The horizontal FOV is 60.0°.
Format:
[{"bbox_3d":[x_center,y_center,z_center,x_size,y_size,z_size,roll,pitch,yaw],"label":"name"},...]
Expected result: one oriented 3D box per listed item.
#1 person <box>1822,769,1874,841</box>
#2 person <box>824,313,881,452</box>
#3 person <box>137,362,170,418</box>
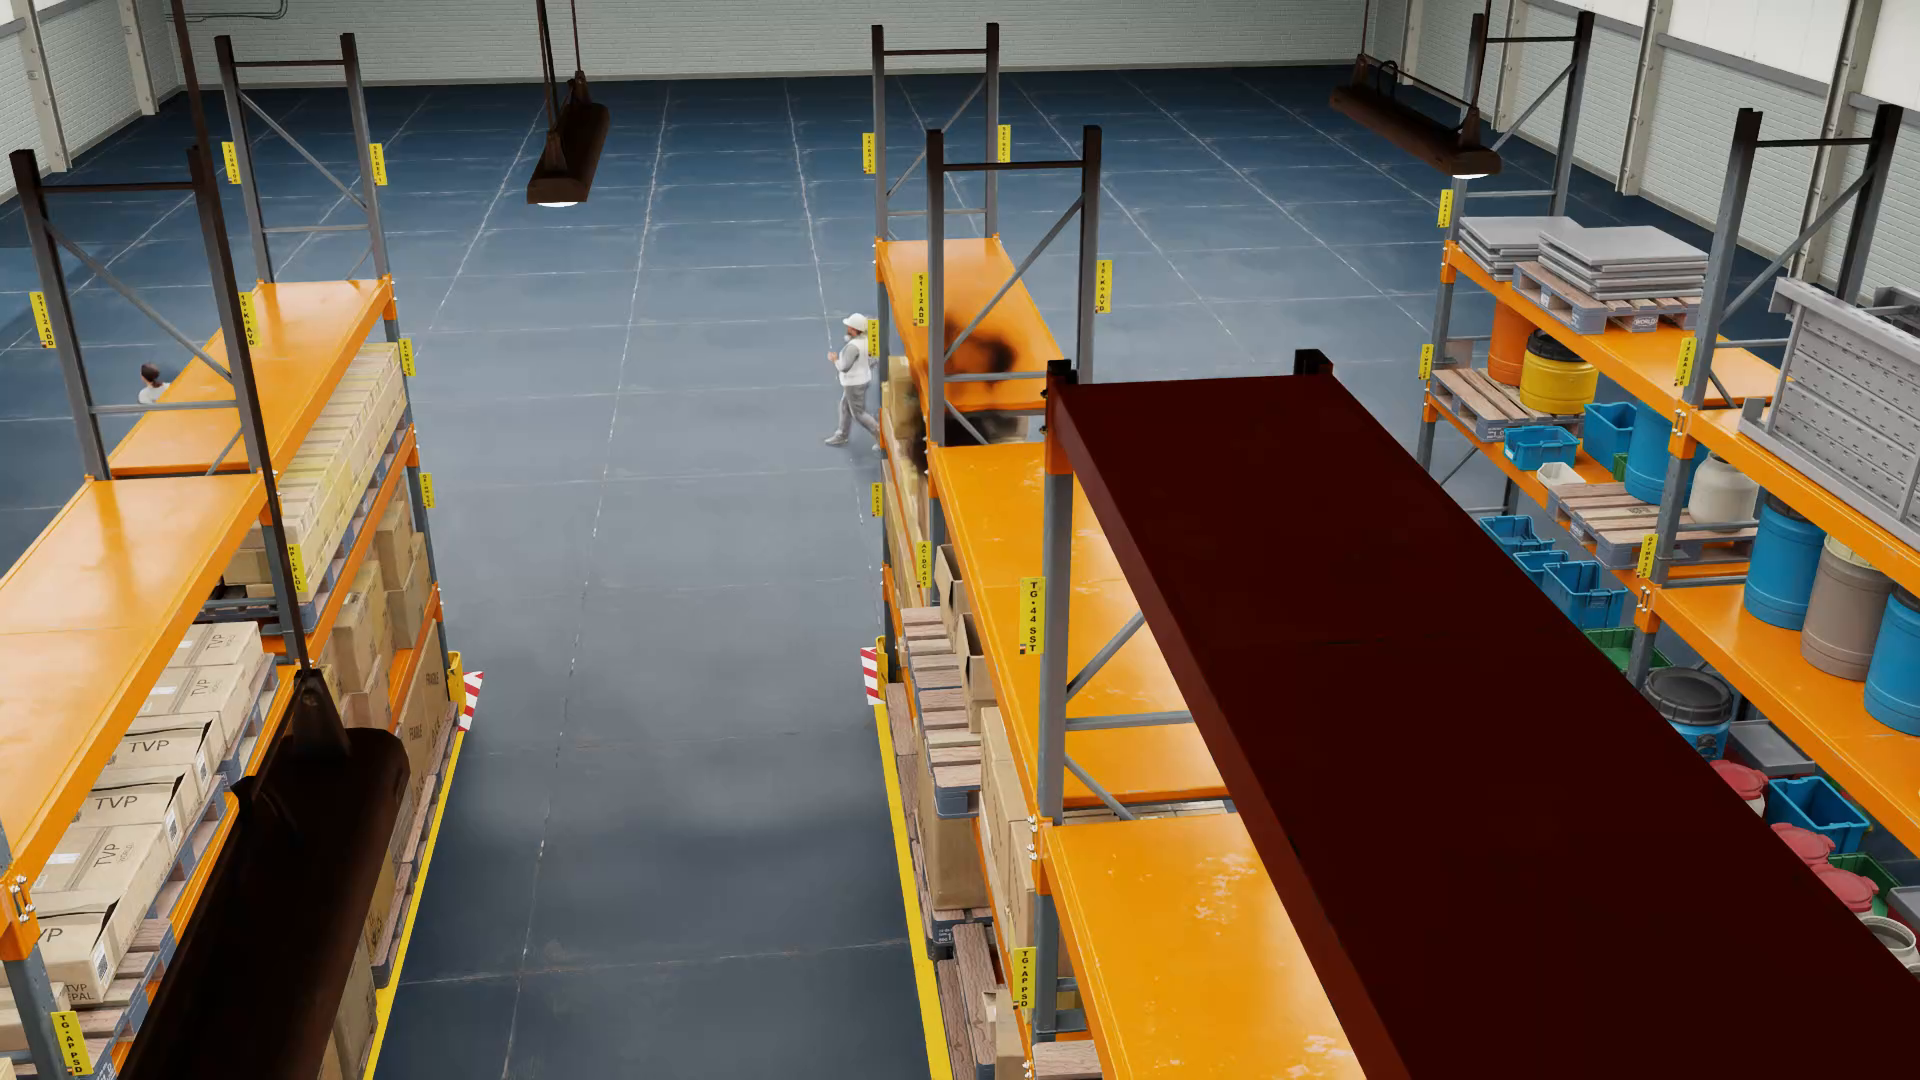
[{"bbox_3d":[7.138,1.649,13.025,0.643,1.742,0.612,-4,26,-9],"label":"person"},{"bbox_3d":[-1.276,-1.937,20.455,0.960,1.767,0.651,8,27,15],"label":"person"},{"bbox_3d":[-9.204,-1.251,19.181,0.935,1.663,0.568,15,29,29],"label":"person"}]
